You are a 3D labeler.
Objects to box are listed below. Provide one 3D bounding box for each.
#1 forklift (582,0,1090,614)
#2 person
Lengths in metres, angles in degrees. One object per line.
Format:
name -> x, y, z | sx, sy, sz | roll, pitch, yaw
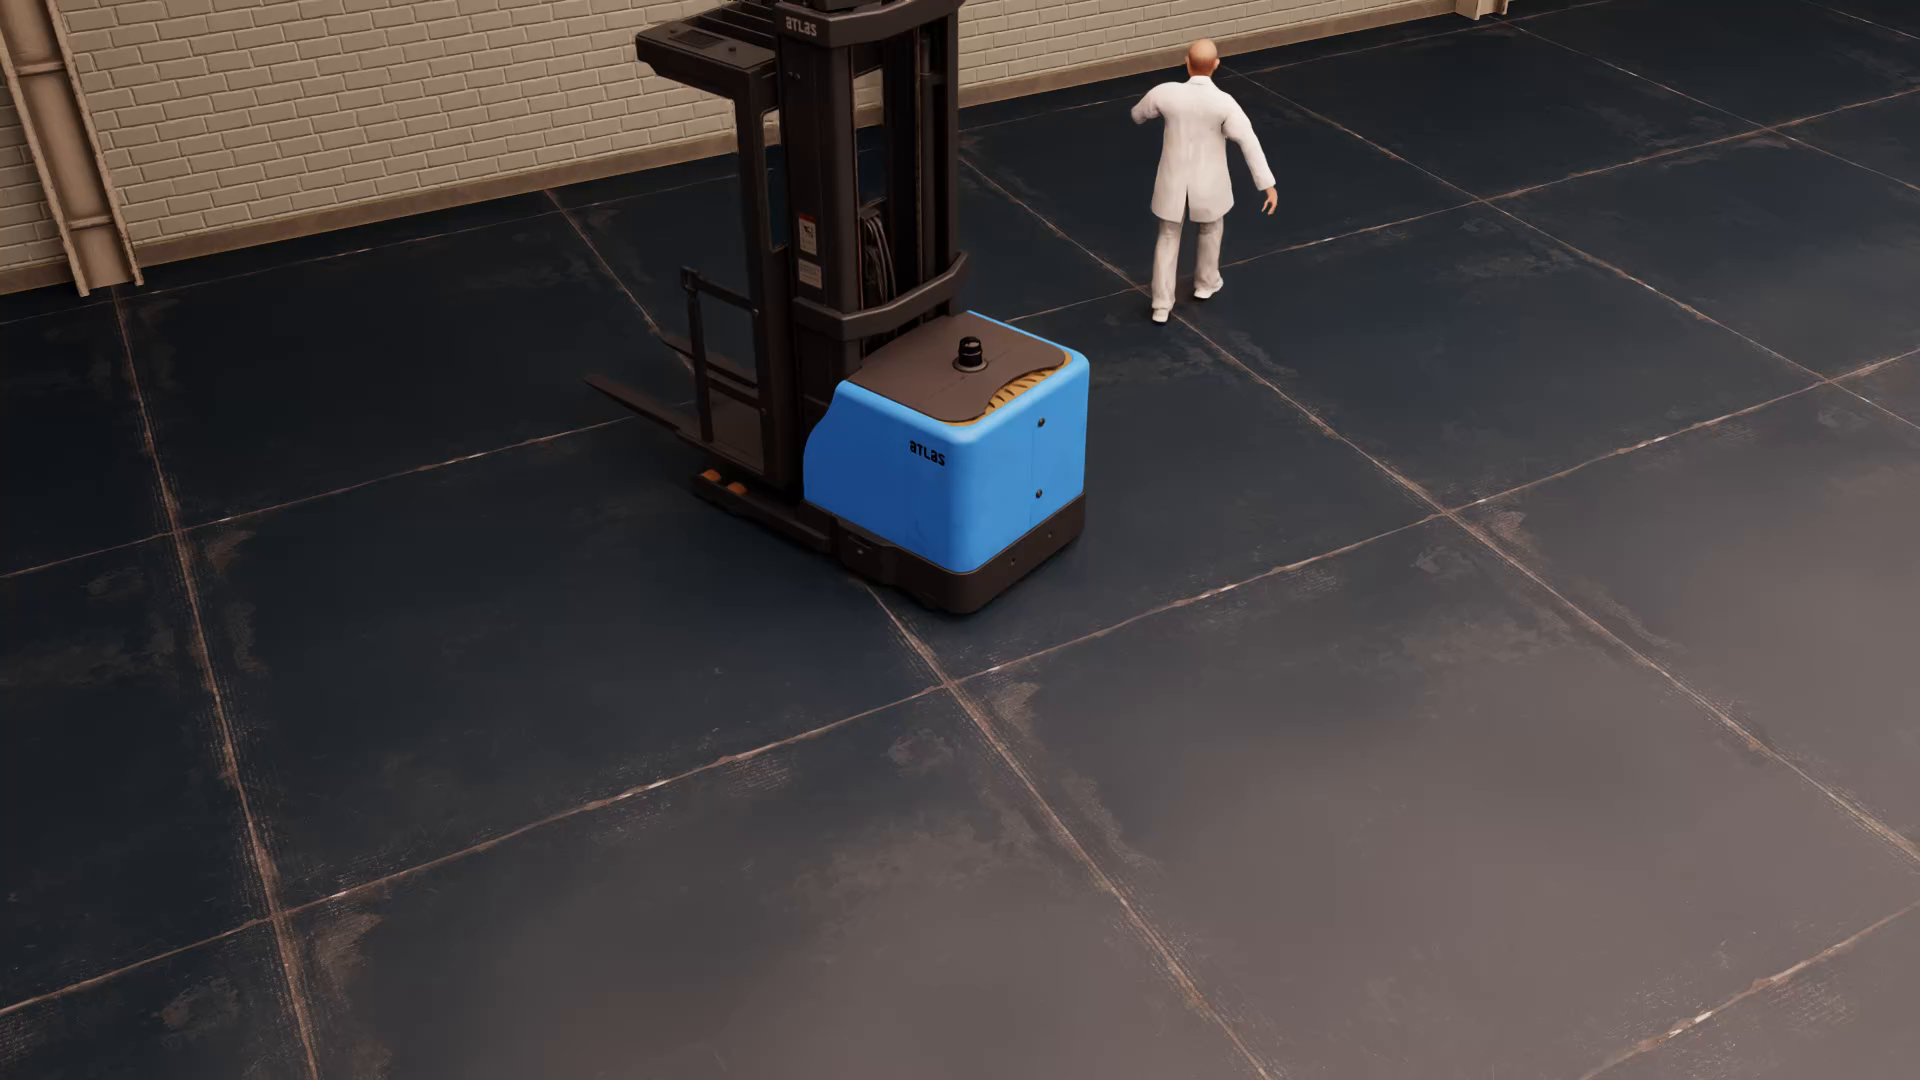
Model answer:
forklift -> -0.810, -1.545, 8.309 | 3.031, 2.935, 1.130 | 26, 43, 31
person -> 1.499, -2.259, 10.367 | 1.032, 1.765, 0.797 | 11, 37, 15
